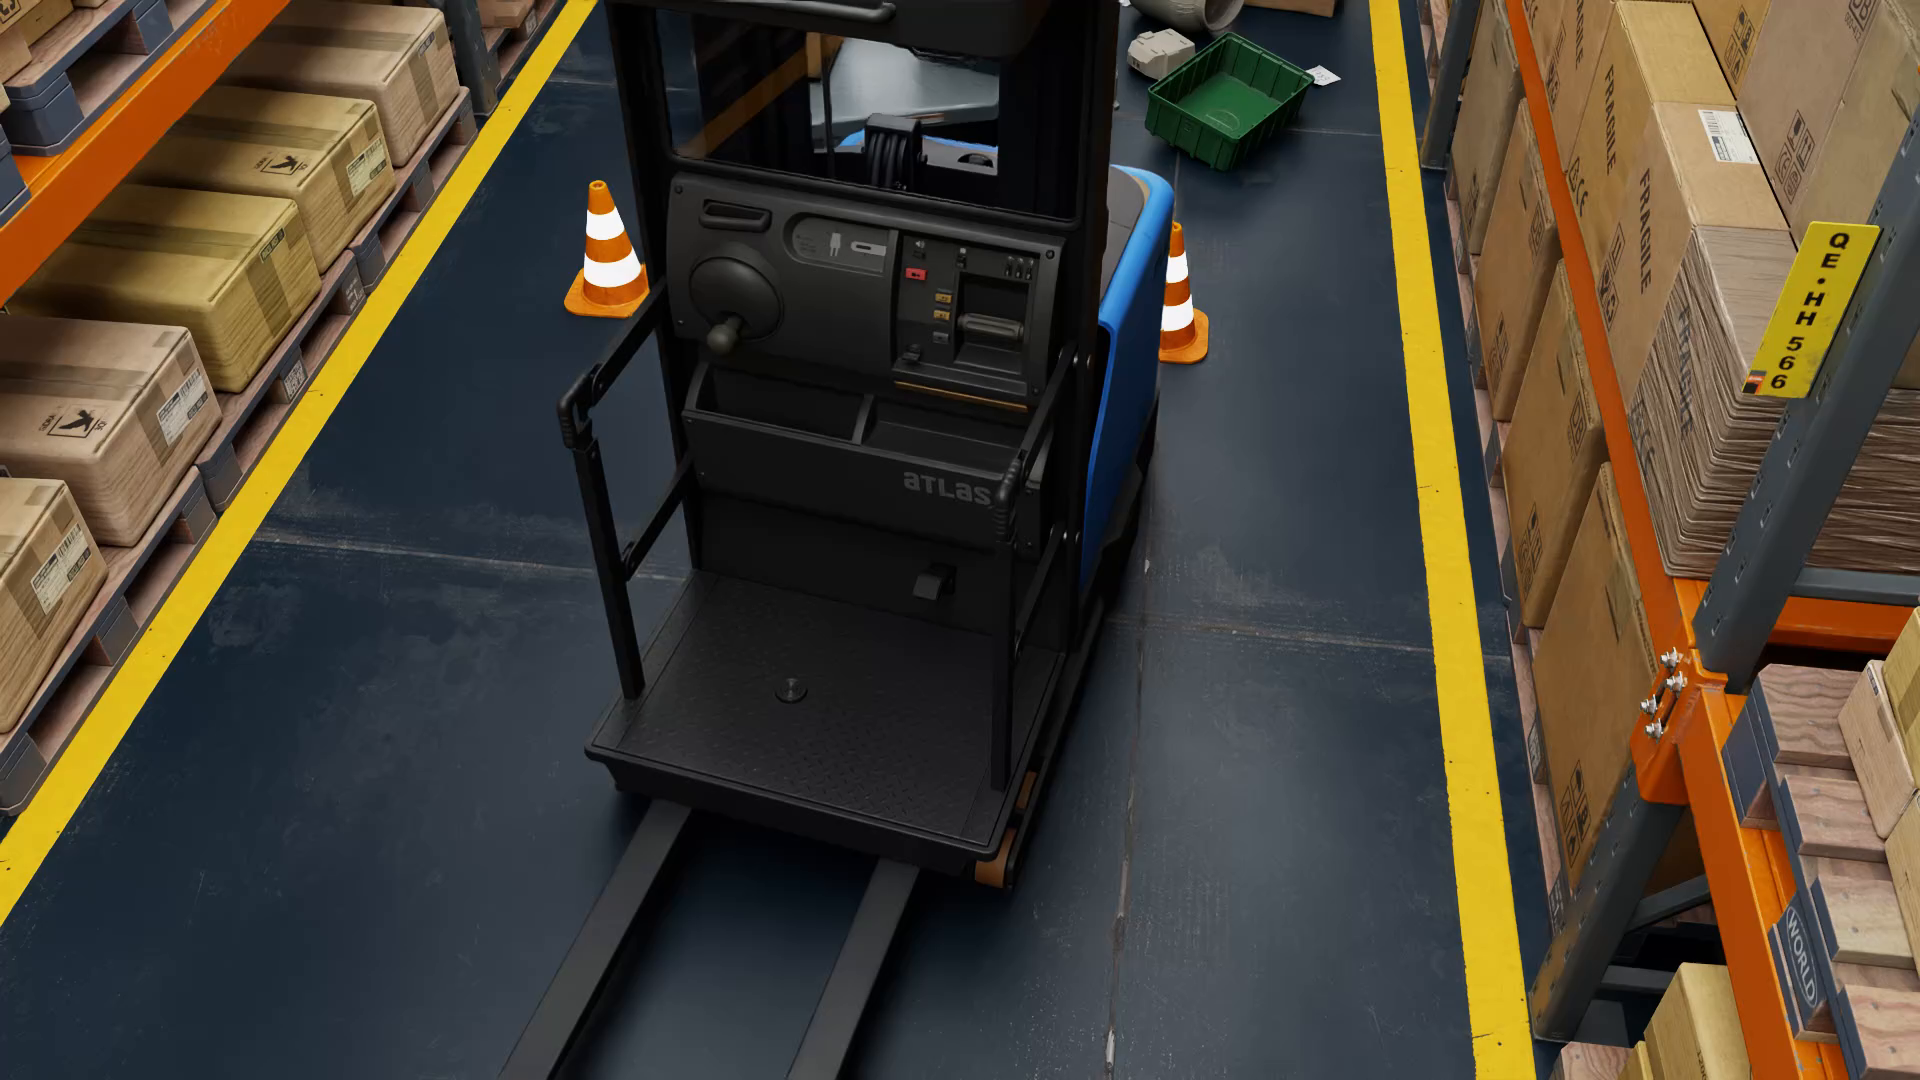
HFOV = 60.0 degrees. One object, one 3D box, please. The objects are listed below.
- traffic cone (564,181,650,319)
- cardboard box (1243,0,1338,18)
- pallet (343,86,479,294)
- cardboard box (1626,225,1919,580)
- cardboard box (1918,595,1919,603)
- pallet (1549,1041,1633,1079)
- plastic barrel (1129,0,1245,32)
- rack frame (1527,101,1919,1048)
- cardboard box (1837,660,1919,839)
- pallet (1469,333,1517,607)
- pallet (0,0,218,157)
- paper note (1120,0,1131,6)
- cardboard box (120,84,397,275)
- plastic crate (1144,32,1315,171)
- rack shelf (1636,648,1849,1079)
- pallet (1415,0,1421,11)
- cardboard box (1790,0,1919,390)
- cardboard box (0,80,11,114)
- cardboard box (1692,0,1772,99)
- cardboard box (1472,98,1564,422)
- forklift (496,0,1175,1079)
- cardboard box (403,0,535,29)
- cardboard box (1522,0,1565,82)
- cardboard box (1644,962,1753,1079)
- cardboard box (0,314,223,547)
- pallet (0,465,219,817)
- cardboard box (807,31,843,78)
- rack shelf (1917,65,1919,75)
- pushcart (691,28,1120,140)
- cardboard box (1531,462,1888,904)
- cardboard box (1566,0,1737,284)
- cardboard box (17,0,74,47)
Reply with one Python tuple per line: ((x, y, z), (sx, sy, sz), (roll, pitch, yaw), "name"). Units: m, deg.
((-1.291, -1.099, 6.074), (0.336, 0.463, 0.334), (5, 44, 6), "traffic cone")
((1.593, -2.856, 7.901), (0.500, 0.500, 0.500), (12, 45, 13), "cardboard box")
((-2.616, -1.449, 6.627), (1.003, 0.211, 1.213), (5, 44, 6), "pallet")
((1.670, -0.253, 3.263), (0.500, 0.500, 0.500), (5, 44, 6), "cardboard box")
((1.623, 0.138, 2.368), (0.380, 0.149, 0.250), (5, 44, 6), "cardboard box")
((1.772, 1.659, 3.344), (1.003, 0.211, 1.213), (5, 44, 6), "pallet")
((1.035, -2.589, 7.676), (0.421, 0.421, 0.512), (-32, 52, -29), "plastic barrel")
((1.876, 0.114, 2.947), (1.000, 3.000, 0.127), (5, 44, 6), "rack frame")
((1.617, 0.340, 2.587), (0.380, 0.149, 0.250), (5, 44, 5), "cardboard box")
((2.219, -0.232, 5.342), (1.003, 0.211, 1.213), (5, 44, 6), "pallet")
((-2.823, -1.550, 4.845), (1.003, 0.211, 1.213), (5, 44, 6), "pallet")
((0.771, -2.622, 8.003), (0.172, 0.023, 0.155), (20, 47, 20), "paper note")
((-2.673, -1.343, 6.093), (0.950, 0.372, 0.625), (8, 44, 8), "cardboard box")
((1.130, -1.849, 7.024), (0.450, 0.188, 0.662), (35, 53, 18), "plastic crate")
((1.612, 1.739, 1.755), (1.077, 0.370, 4.000), (5, 44, 6), "rack shelf")
((2.742, -2.944, 8.206), (1.003, 0.211, 1.213), (5, 44, 6), "pallet")
((1.946, -0.590, 2.891), (0.700, 0.500, 0.500), (5, 44, 5), "cardboard box")
((-2.607, -1.090, 4.097), (0.380, 0.149, 0.250), (5, 44, 6), "cardboard box")
((2.077, -1.285, 3.625), (0.700, 0.500, 0.500), (5, 44, 5), "cardboard box")
((2.281, -0.859, 5.306), (1.050, 0.750, 0.750), (5, 44, 6), "cardboard box")
((-0.293, -0.481, 3.626), (1.130, 2.935, 3.031), (12, 45, 13), "forklift")
((-2.169, -2.524, 7.429), (0.500, 0.250, 0.500), (3, 44, 4), "cardboard box")
((1.934, -1.629, 4.716), (0.500, 0.500, 0.500), (5, 44, 5), "cardboard box")
((1.545, 1.045, 2.932), (0.500, 0.250, 0.500), (3, 44, 4), "cardboard box")
((-2.869, -0.353, 5.047), (0.950, 0.372, 0.625), (4, 44, 5), "cardboard box")
((-2.939, 0.214, 4.871), (1.003, 0.211, 1.213), (5, 44, 6), "pallet")
((-0.746, -2.219, 6.679), (0.500, 0.500, 0.500), (5, 44, 6), "cardboard box")
((2.141, -2.077, 3.603), (1.077, 0.370, 4.000), (5, 44, 6), "rack shelf")
((-0.248, -1.867, 6.948), (1.648, 0.377, 0.936), (-9, 44, -9), "pushcart")
((2.046, 0.372, 4.006), (1.050, 0.750, 0.750), (5, 44, 5), "cardboard box")
((1.803, -0.934, 3.982), (0.500, 0.500, 0.500), (5, 44, 5), "cardboard box")
((-2.654, -1.457, 4.485), (0.380, 0.149, 0.250), (7, 44, 7), "cardboard box")
